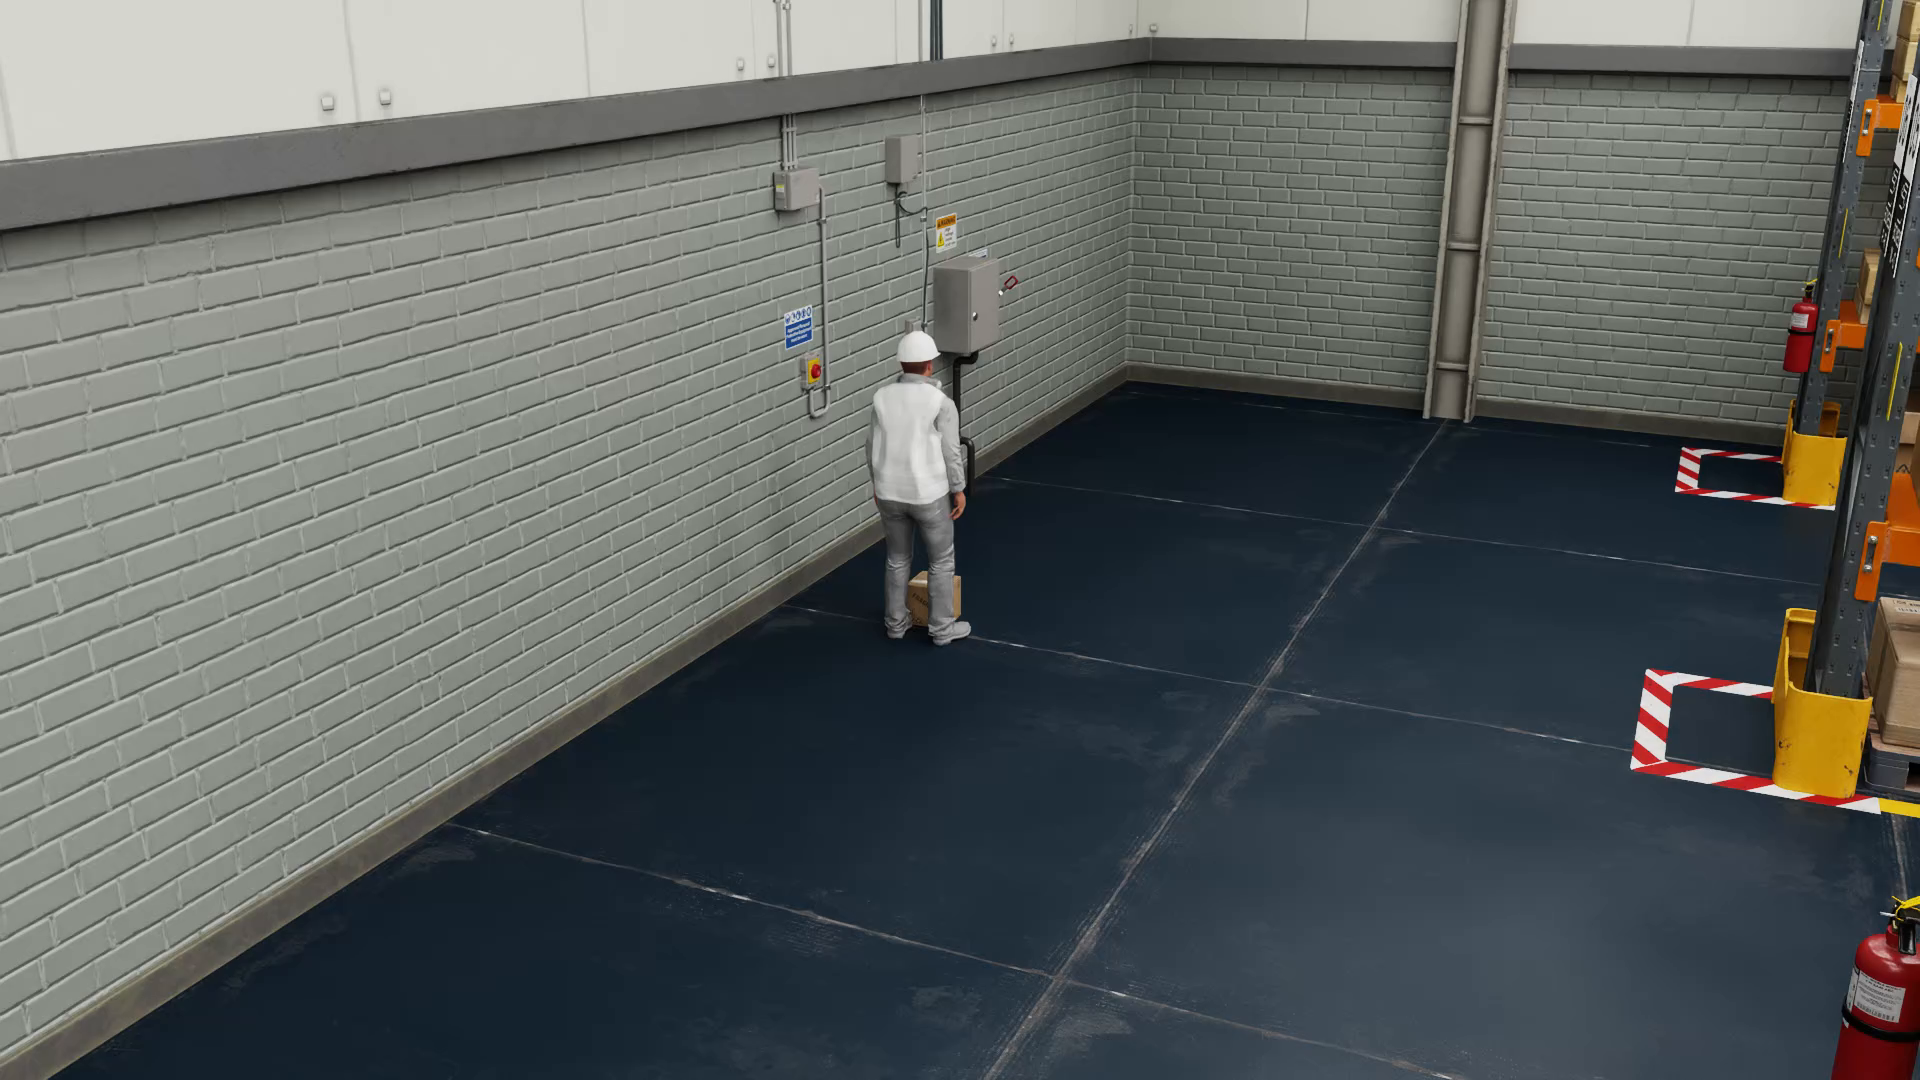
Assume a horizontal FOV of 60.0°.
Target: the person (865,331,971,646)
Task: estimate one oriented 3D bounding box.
[{"bbox_3d":[-0.245,-0.287,9.362,0.581,1.771,0.464,8,21,23],"label":"person"}]
